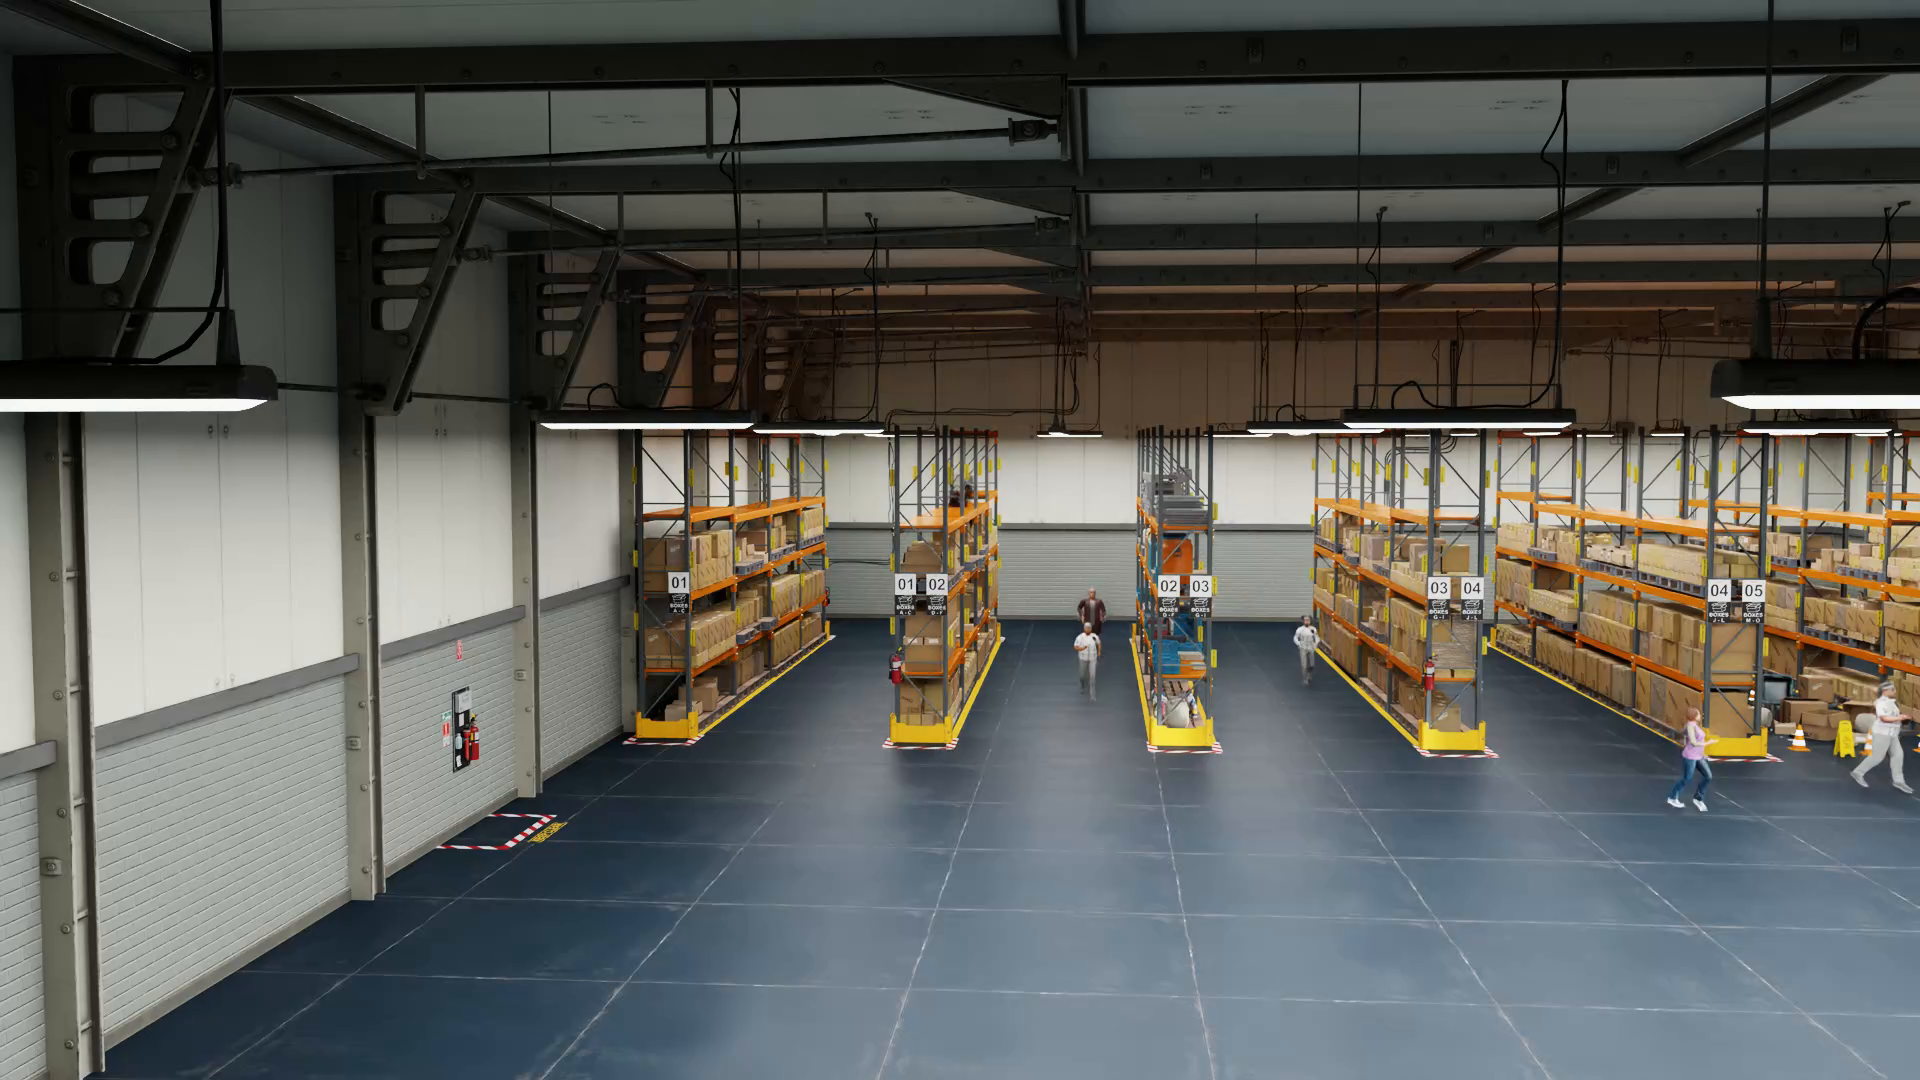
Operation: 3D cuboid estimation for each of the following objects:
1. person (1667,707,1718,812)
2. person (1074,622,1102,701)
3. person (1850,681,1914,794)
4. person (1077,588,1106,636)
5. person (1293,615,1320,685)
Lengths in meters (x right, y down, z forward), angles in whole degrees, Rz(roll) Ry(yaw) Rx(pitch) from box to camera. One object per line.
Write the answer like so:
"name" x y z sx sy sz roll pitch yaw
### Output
"person" 11.292 3.385 25.611 0.699 1.644 0.520 3 5 40
"person" 2.796 2.631 36.304 0.610 1.646 0.926 0 3 1
"person" 15.065 3.187 27.133 0.908 1.815 0.655 3 5 43
"person" 3.265 2.088 41.246 0.711 1.781 0.900 0 3 1
"person" 8.104 2.561 38.859 0.612 1.648 0.571 0 3 5
